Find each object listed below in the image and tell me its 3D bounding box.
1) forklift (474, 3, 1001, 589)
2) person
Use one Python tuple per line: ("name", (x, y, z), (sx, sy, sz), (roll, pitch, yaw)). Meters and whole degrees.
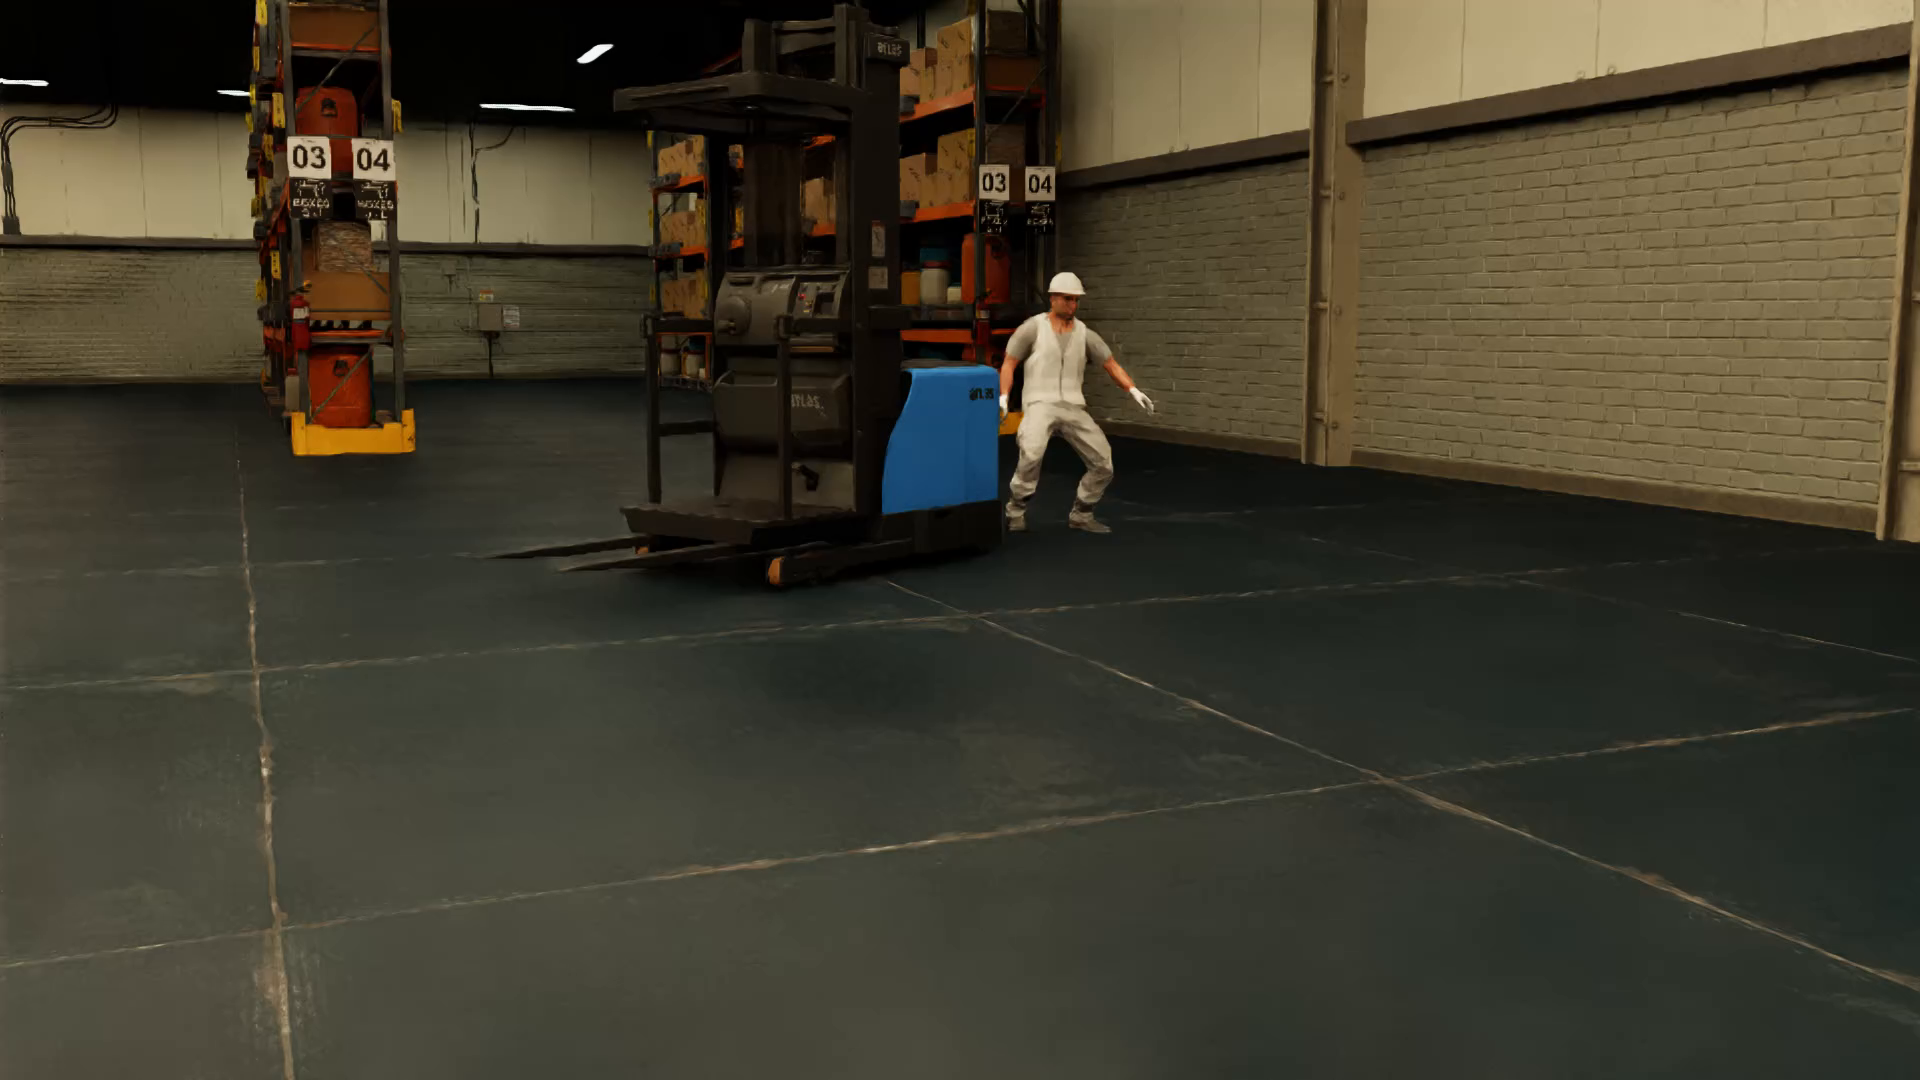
("forklift", (-1.083, -1.280, 8.648), (1.130, 2.935, 3.031), (6, 10, 39))
("person", (0.647, -0.823, 10.240), (0.996, 1.643, 0.703), (-3, 8, -19))
